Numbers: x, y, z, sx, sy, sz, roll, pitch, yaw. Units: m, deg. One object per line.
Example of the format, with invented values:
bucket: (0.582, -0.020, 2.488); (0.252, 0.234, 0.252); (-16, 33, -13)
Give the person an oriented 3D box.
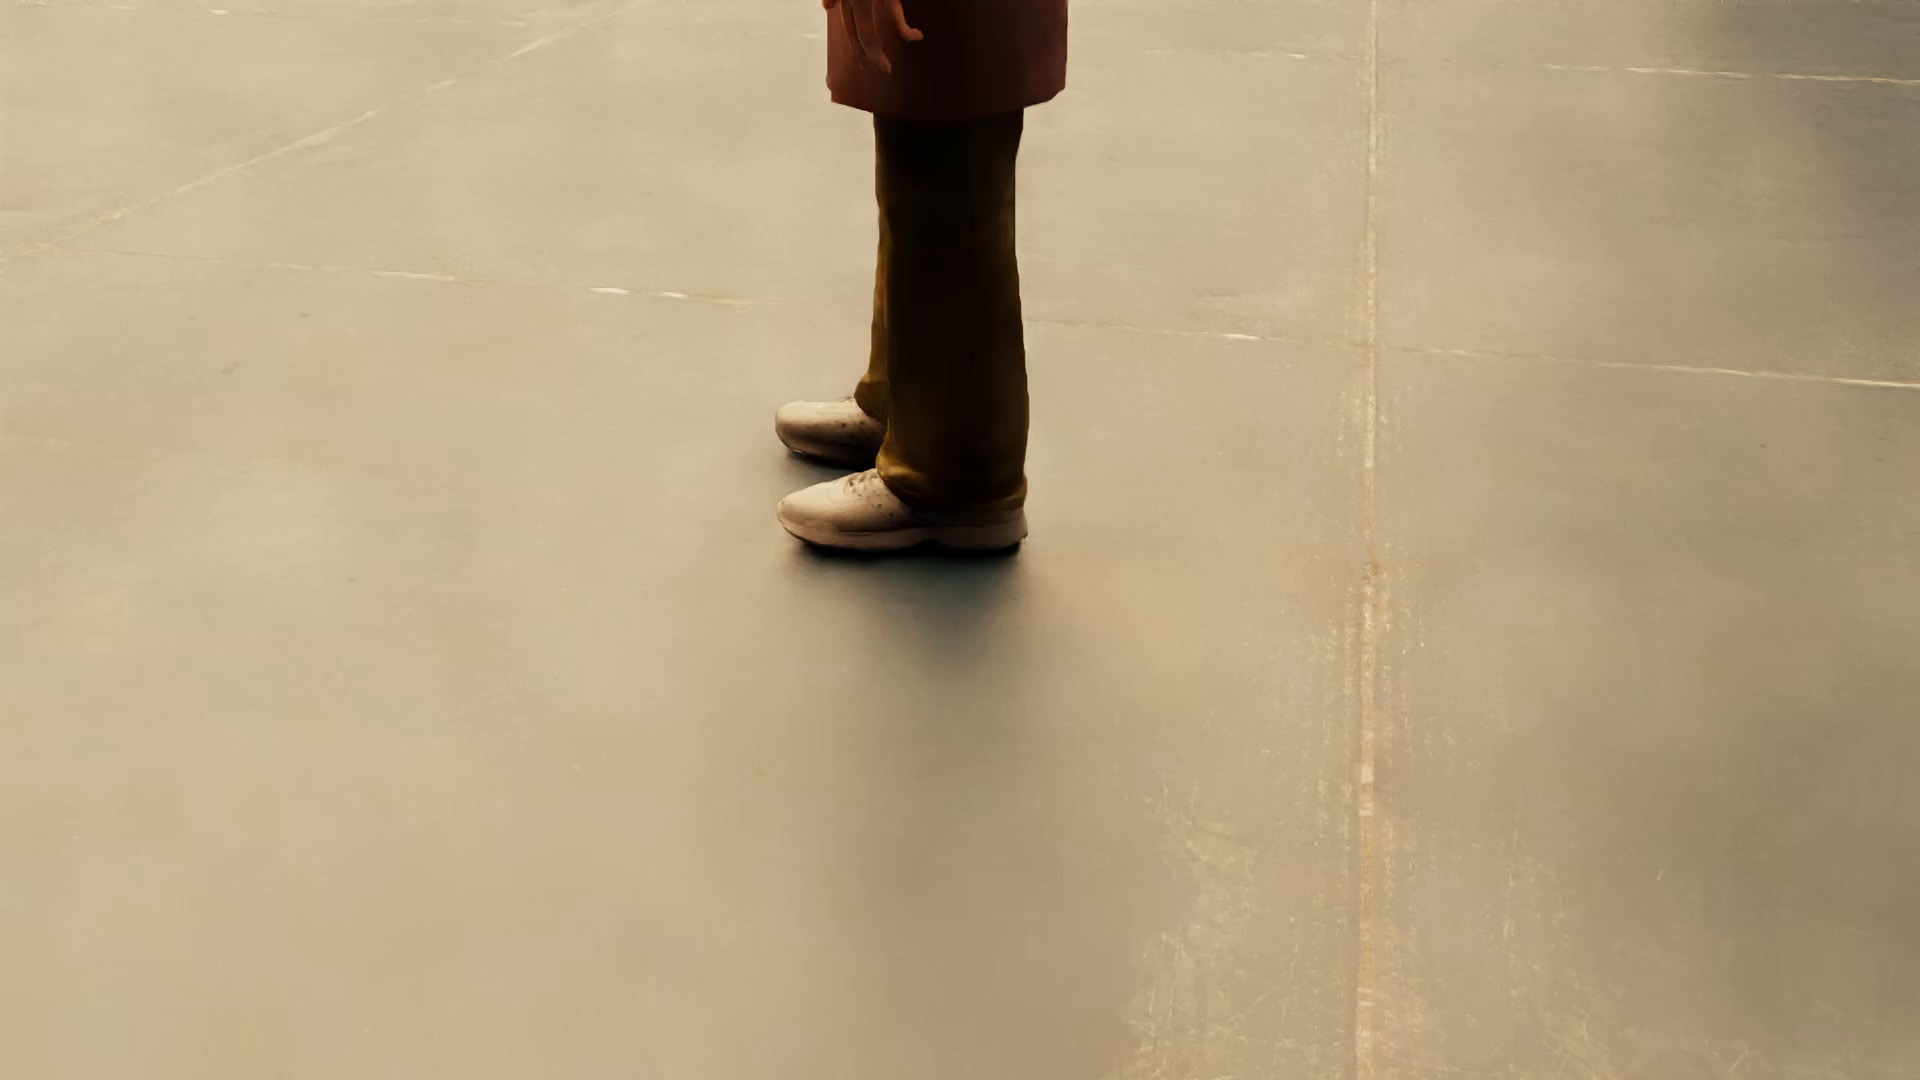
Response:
person: (-0.088, -0.811, 2.118); (0.580, 1.776, 0.694); (6, 27, 11)
